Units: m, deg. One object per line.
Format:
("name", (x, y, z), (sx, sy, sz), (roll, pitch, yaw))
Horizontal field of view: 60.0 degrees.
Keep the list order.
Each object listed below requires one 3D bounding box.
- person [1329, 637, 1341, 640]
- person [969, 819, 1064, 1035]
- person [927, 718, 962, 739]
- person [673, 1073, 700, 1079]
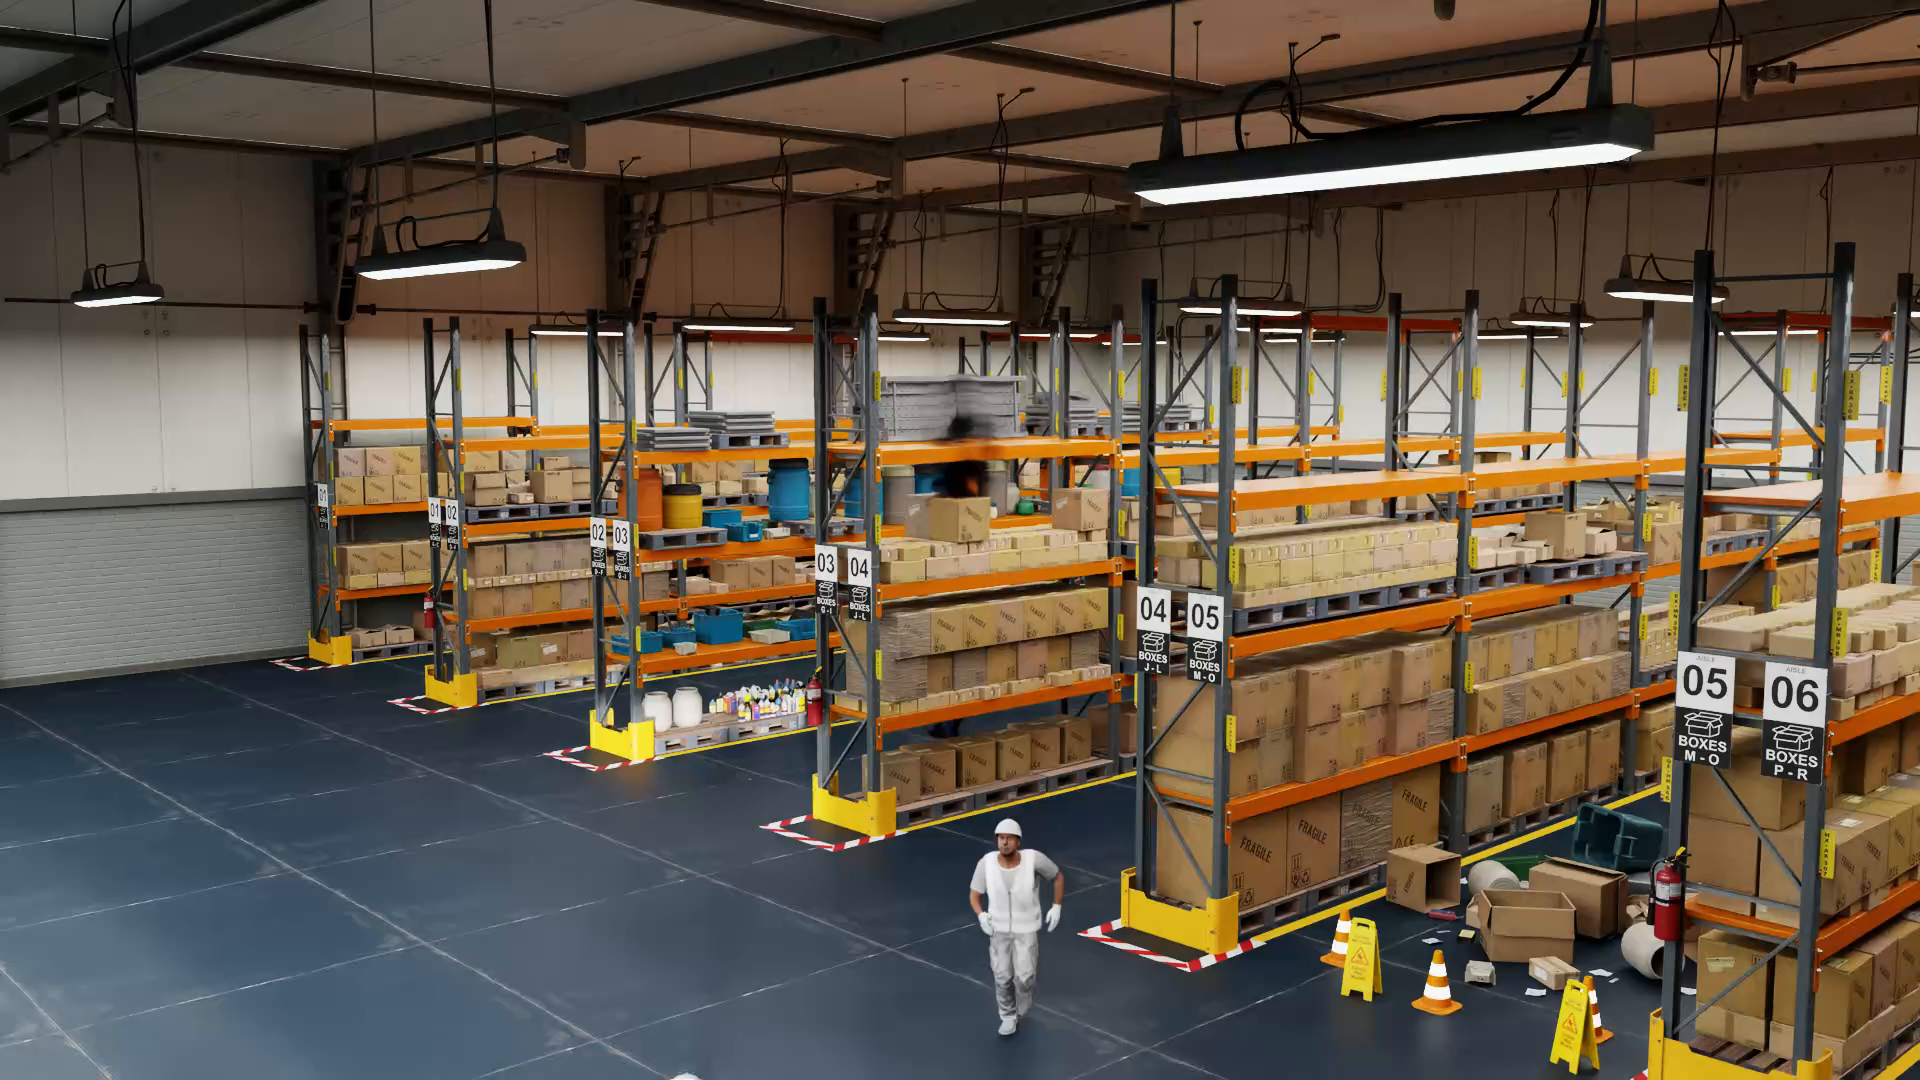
("person", (5.069, 2.046, 22.413), (0.749, 1.825, 0.661), (-5, 8, -43))
("person", (0.418, 3.011, 12.824), (0.717, 1.736, 0.653), (1, 6, 11))
("person", (-0.173, 2.162, 21.863), (0.606, 1.606, 0.537), (5, 8, 40))
("person", (-1.330, 3.501, 8.438), (0.609, 1.711, 0.876), (0, 6, 2))
